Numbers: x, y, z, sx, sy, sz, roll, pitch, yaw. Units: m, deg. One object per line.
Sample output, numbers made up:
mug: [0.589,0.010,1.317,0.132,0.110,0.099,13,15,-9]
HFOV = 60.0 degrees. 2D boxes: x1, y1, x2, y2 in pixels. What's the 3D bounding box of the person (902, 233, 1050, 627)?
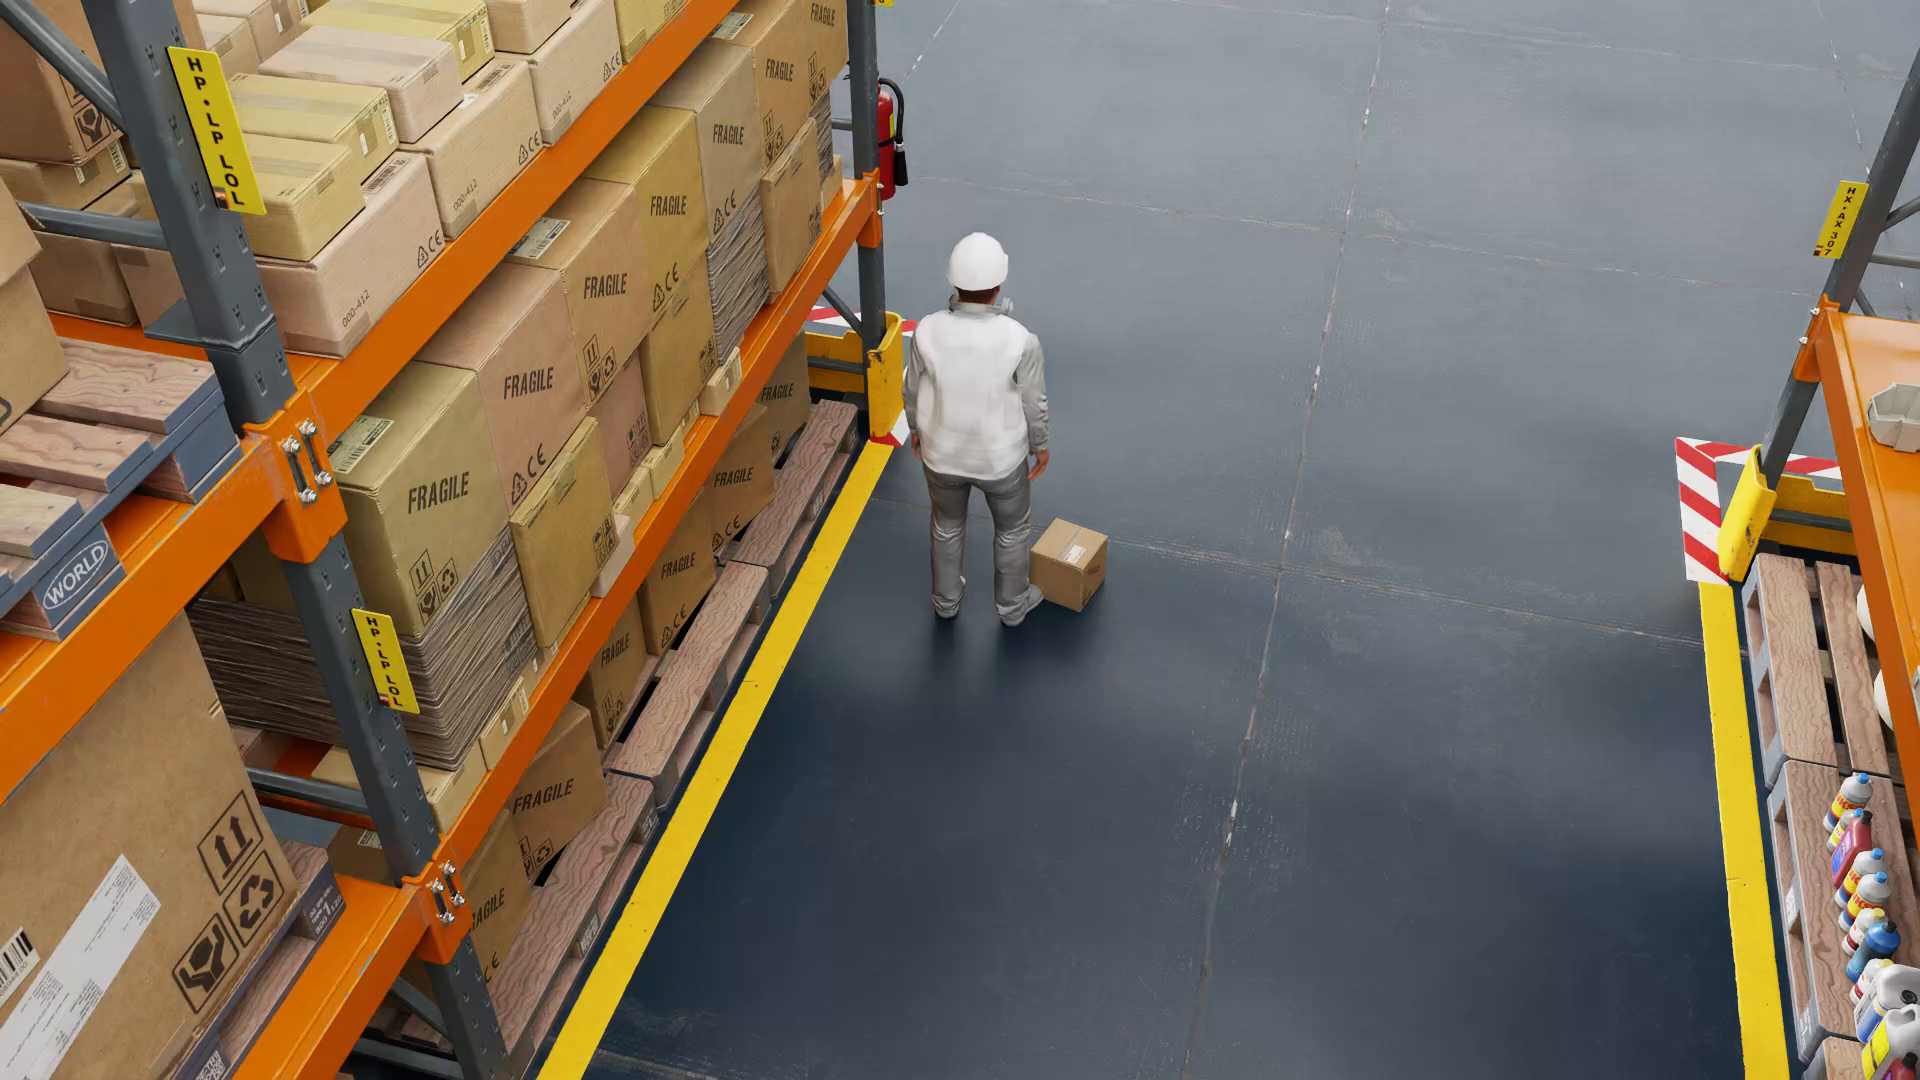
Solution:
person: [0.068,-0.388,6.588,0.581,1.771,0.461,9,42,11]
